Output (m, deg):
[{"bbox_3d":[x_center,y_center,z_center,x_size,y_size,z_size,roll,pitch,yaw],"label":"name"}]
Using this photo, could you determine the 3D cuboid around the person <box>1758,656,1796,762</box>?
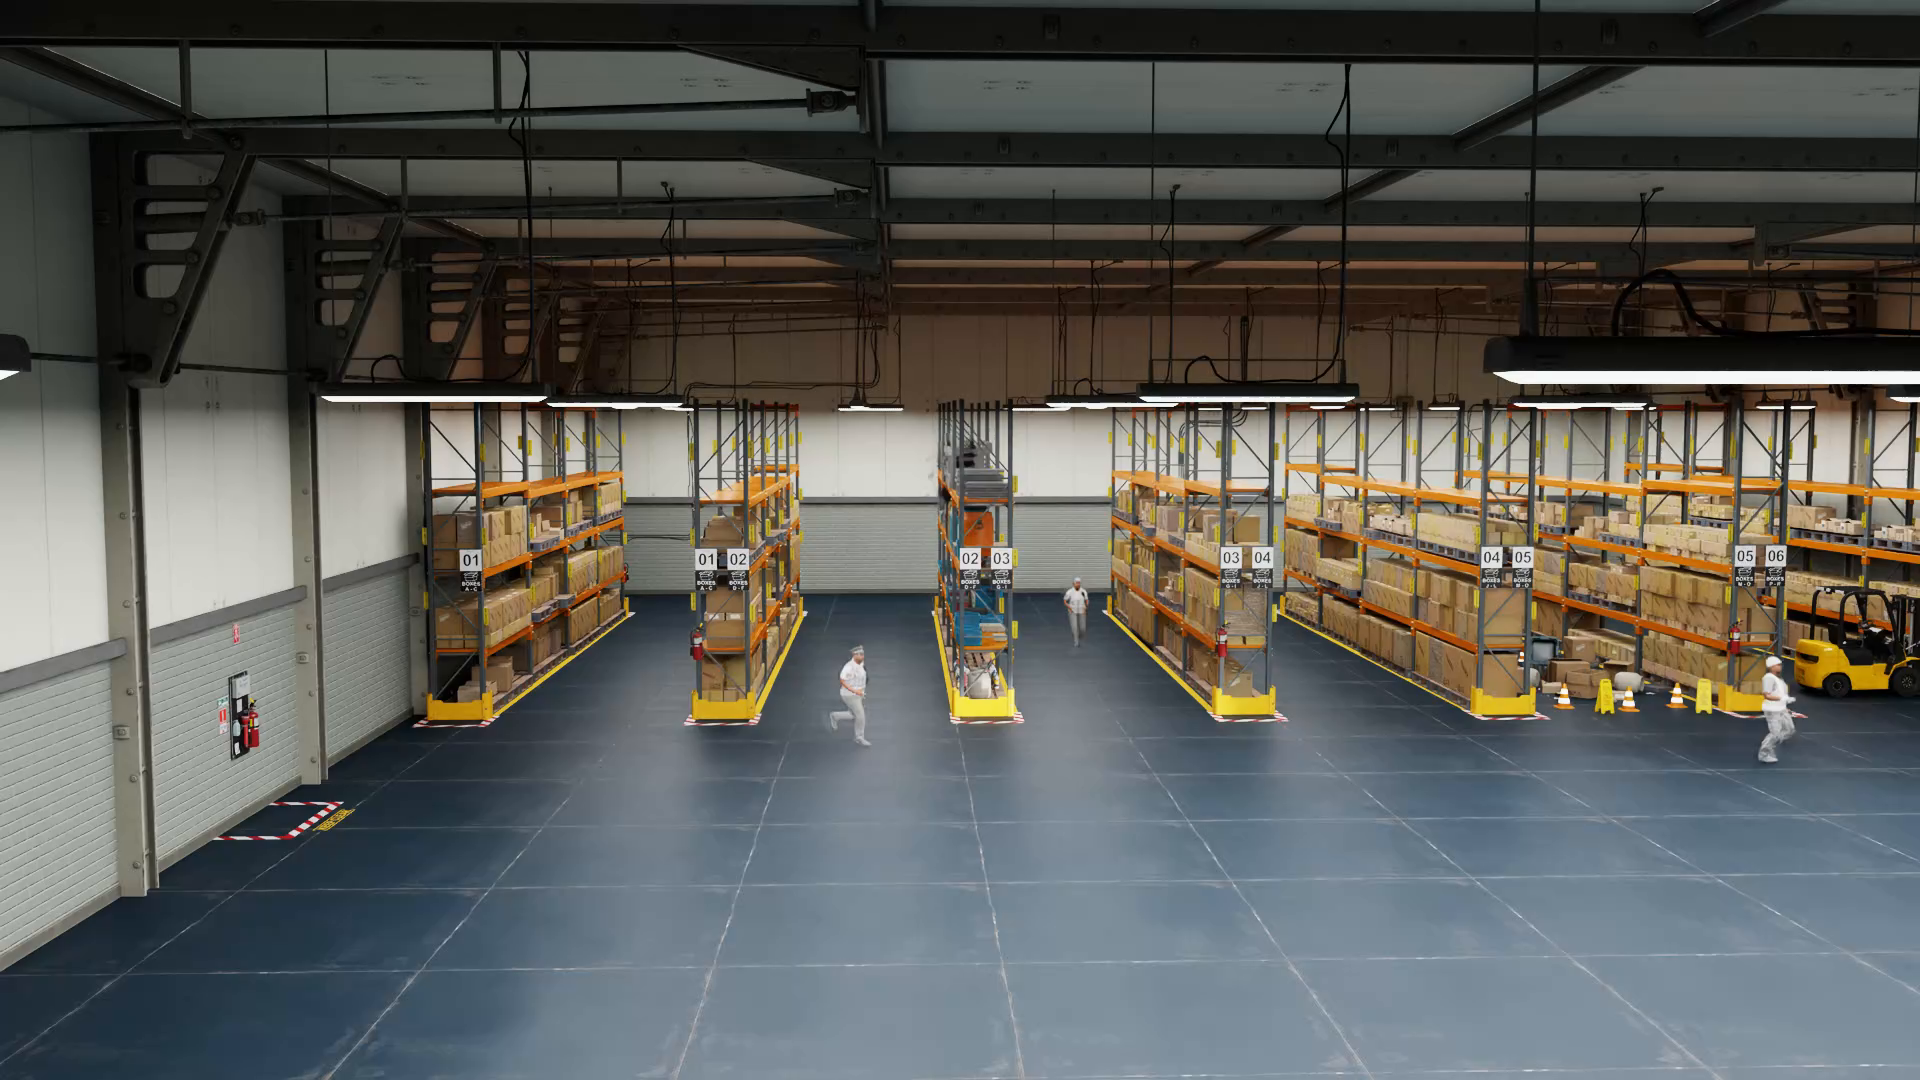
[{"bbox_3d":[13.370,2.776,27.151,0.614,1.746,0.665,4,6,44],"label":"person"}]

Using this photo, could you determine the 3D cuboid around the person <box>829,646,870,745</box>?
[{"bbox_3d":[-1.925,2.693,28.897,0.799,1.759,0.682,2,5,20],"label":"person"}]

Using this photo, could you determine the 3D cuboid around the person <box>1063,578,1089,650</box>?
[{"bbox_3d":[2.692,1.702,38.482,0.613,1.653,0.491,-1,4,-7],"label":"person"}]

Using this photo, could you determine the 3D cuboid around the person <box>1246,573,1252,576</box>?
[{"bbox_3d":[8.014,1.324,45.762,0.656,1.765,0.939,0,4,-5],"label":"person"}]
